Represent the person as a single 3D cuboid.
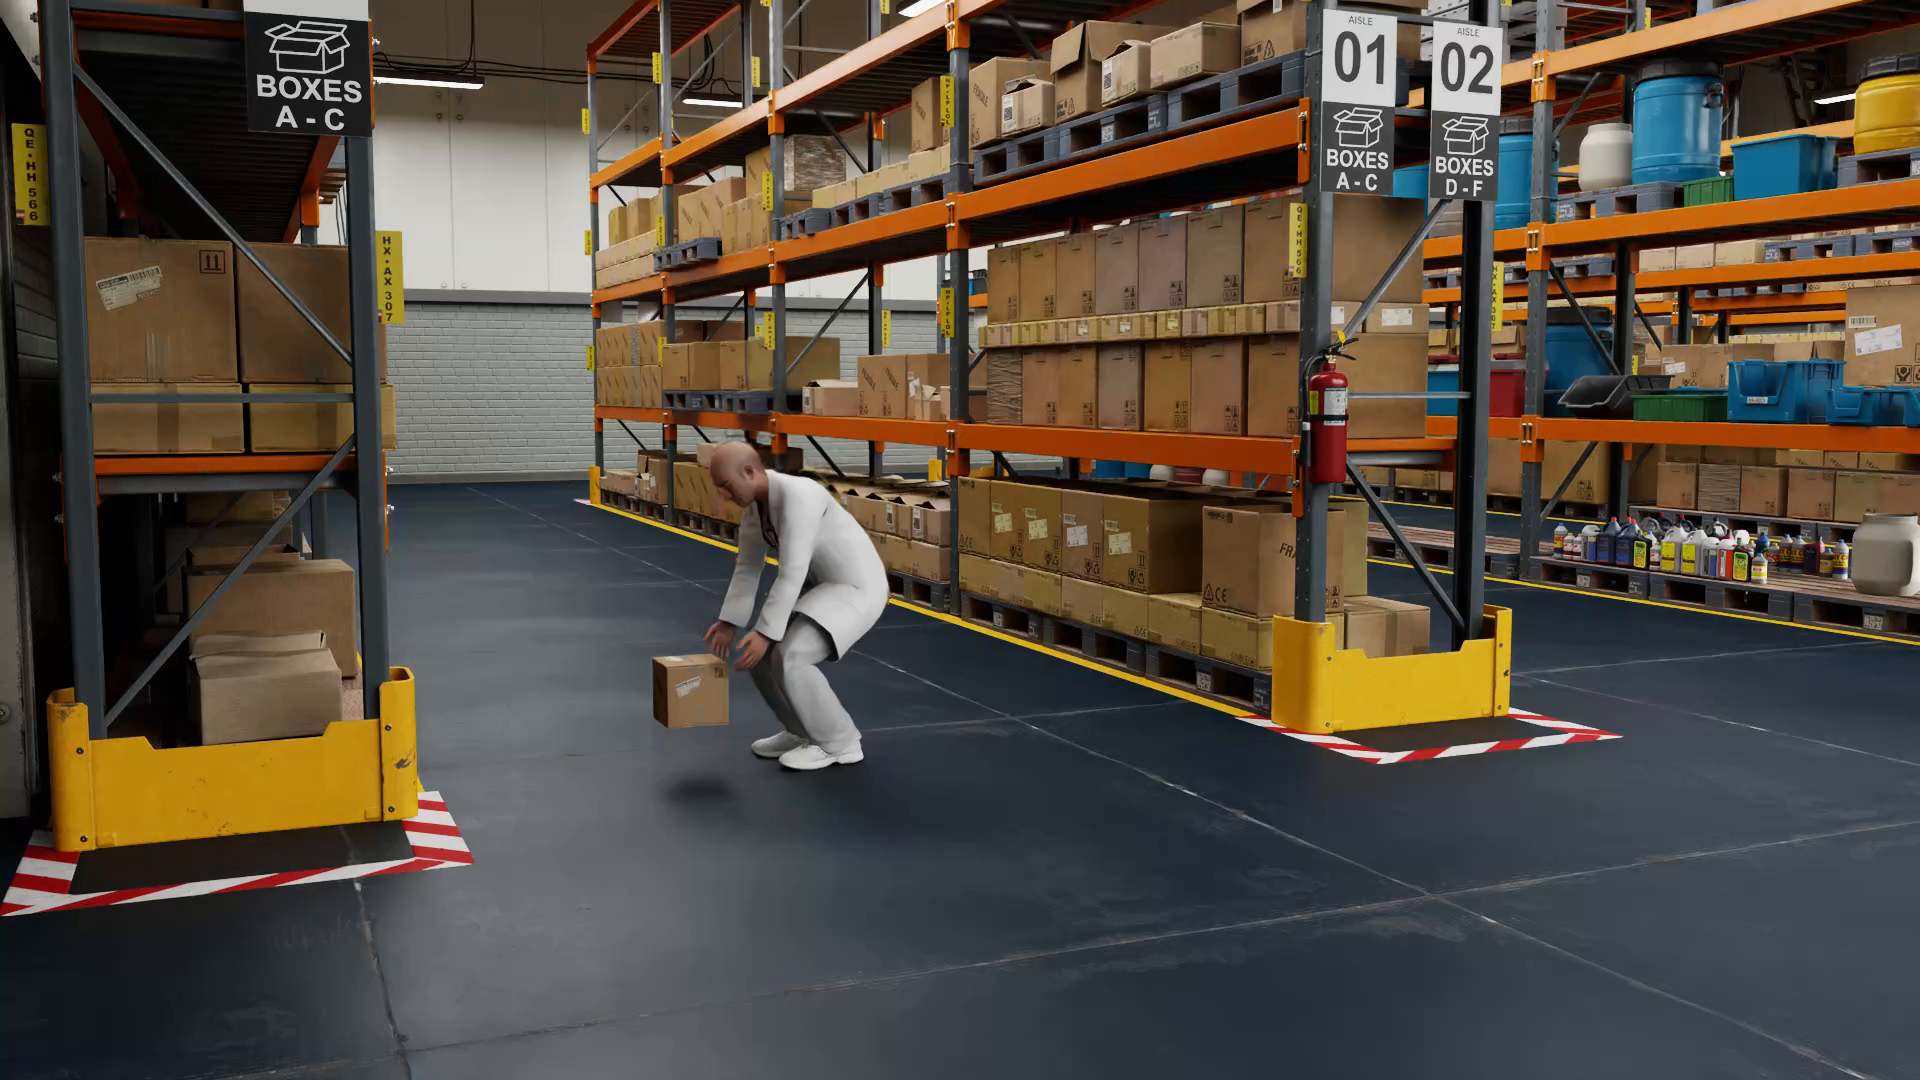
[{"bbox_3d":[-0.651,0.260,6.831,0.764,1.329,0.631,-2,6,-24],"label":"person"}]
